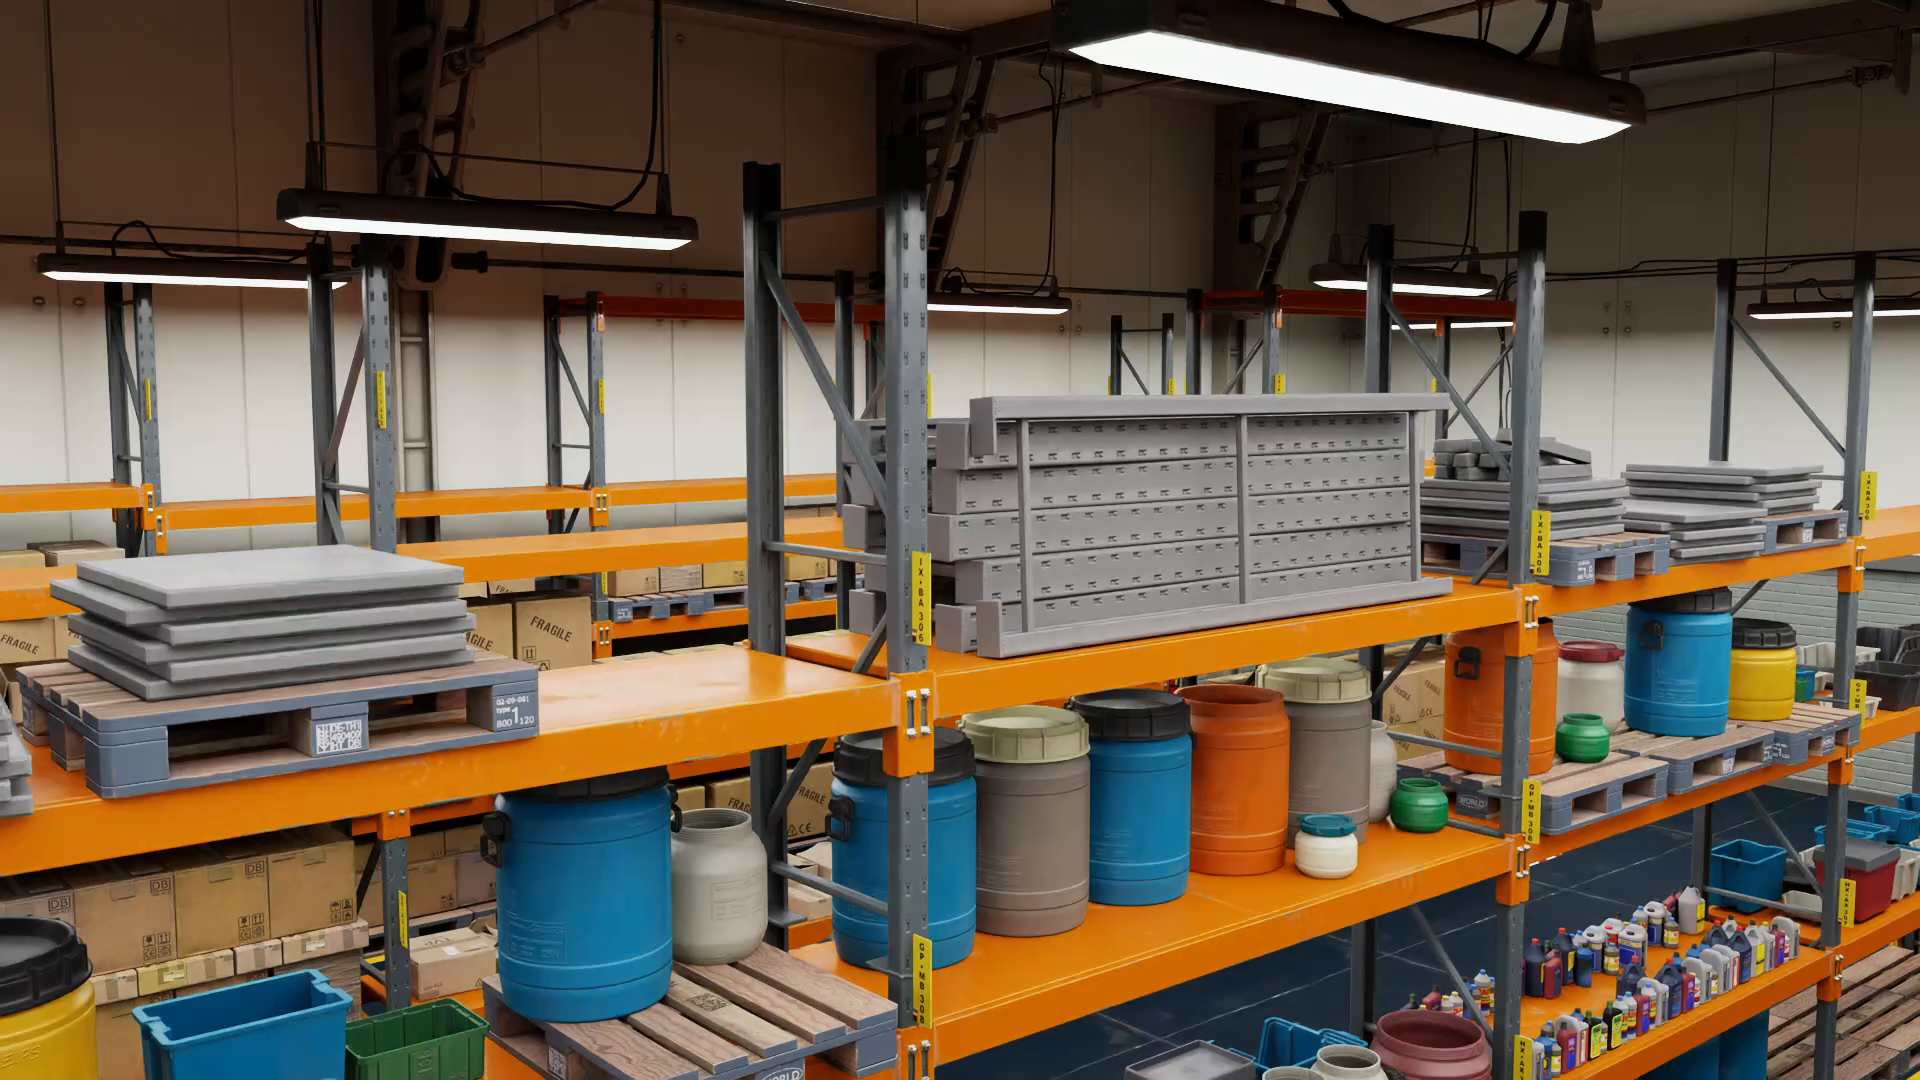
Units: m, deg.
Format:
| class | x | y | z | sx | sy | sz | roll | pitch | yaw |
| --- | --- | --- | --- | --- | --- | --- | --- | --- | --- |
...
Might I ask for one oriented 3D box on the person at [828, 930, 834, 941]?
| class | x | y | z | sx | sy | sz | roll | pitch | yaw |
| --- | --- | --- | --- | --- | --- | --- | --- | --- | --- |
| person | -0.702 | 3.265 | 10.512 | 0.503 | 1.778 | 0.522 | 0 | 6 | -1 |
